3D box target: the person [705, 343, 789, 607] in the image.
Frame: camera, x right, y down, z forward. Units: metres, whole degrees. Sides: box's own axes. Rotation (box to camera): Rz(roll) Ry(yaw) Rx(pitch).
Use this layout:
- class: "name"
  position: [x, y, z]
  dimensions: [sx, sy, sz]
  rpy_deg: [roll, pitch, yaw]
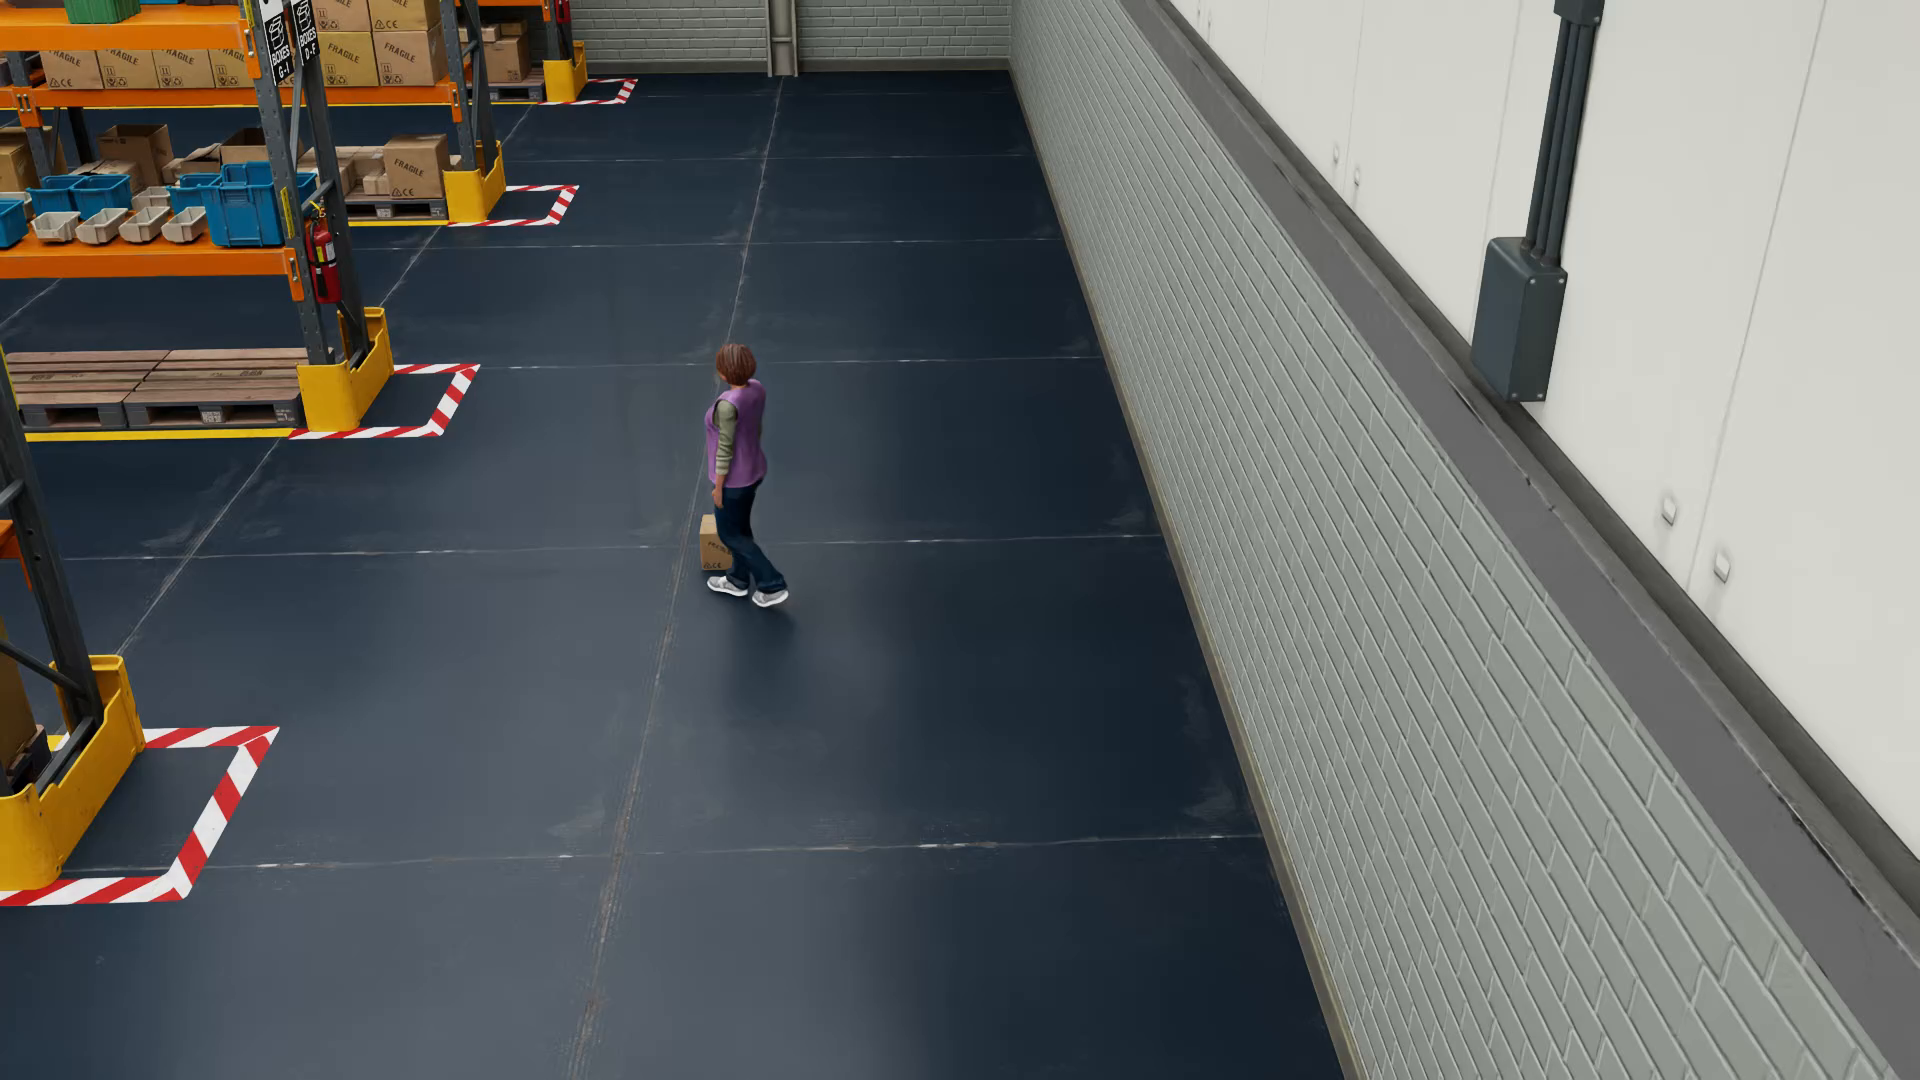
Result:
- class: "person"
  position: [-1.232, -0.349, 9.269]
  dimensions: [0.601, 1.590, 0.409]
  rpy_deg: [11, 30, 20]
